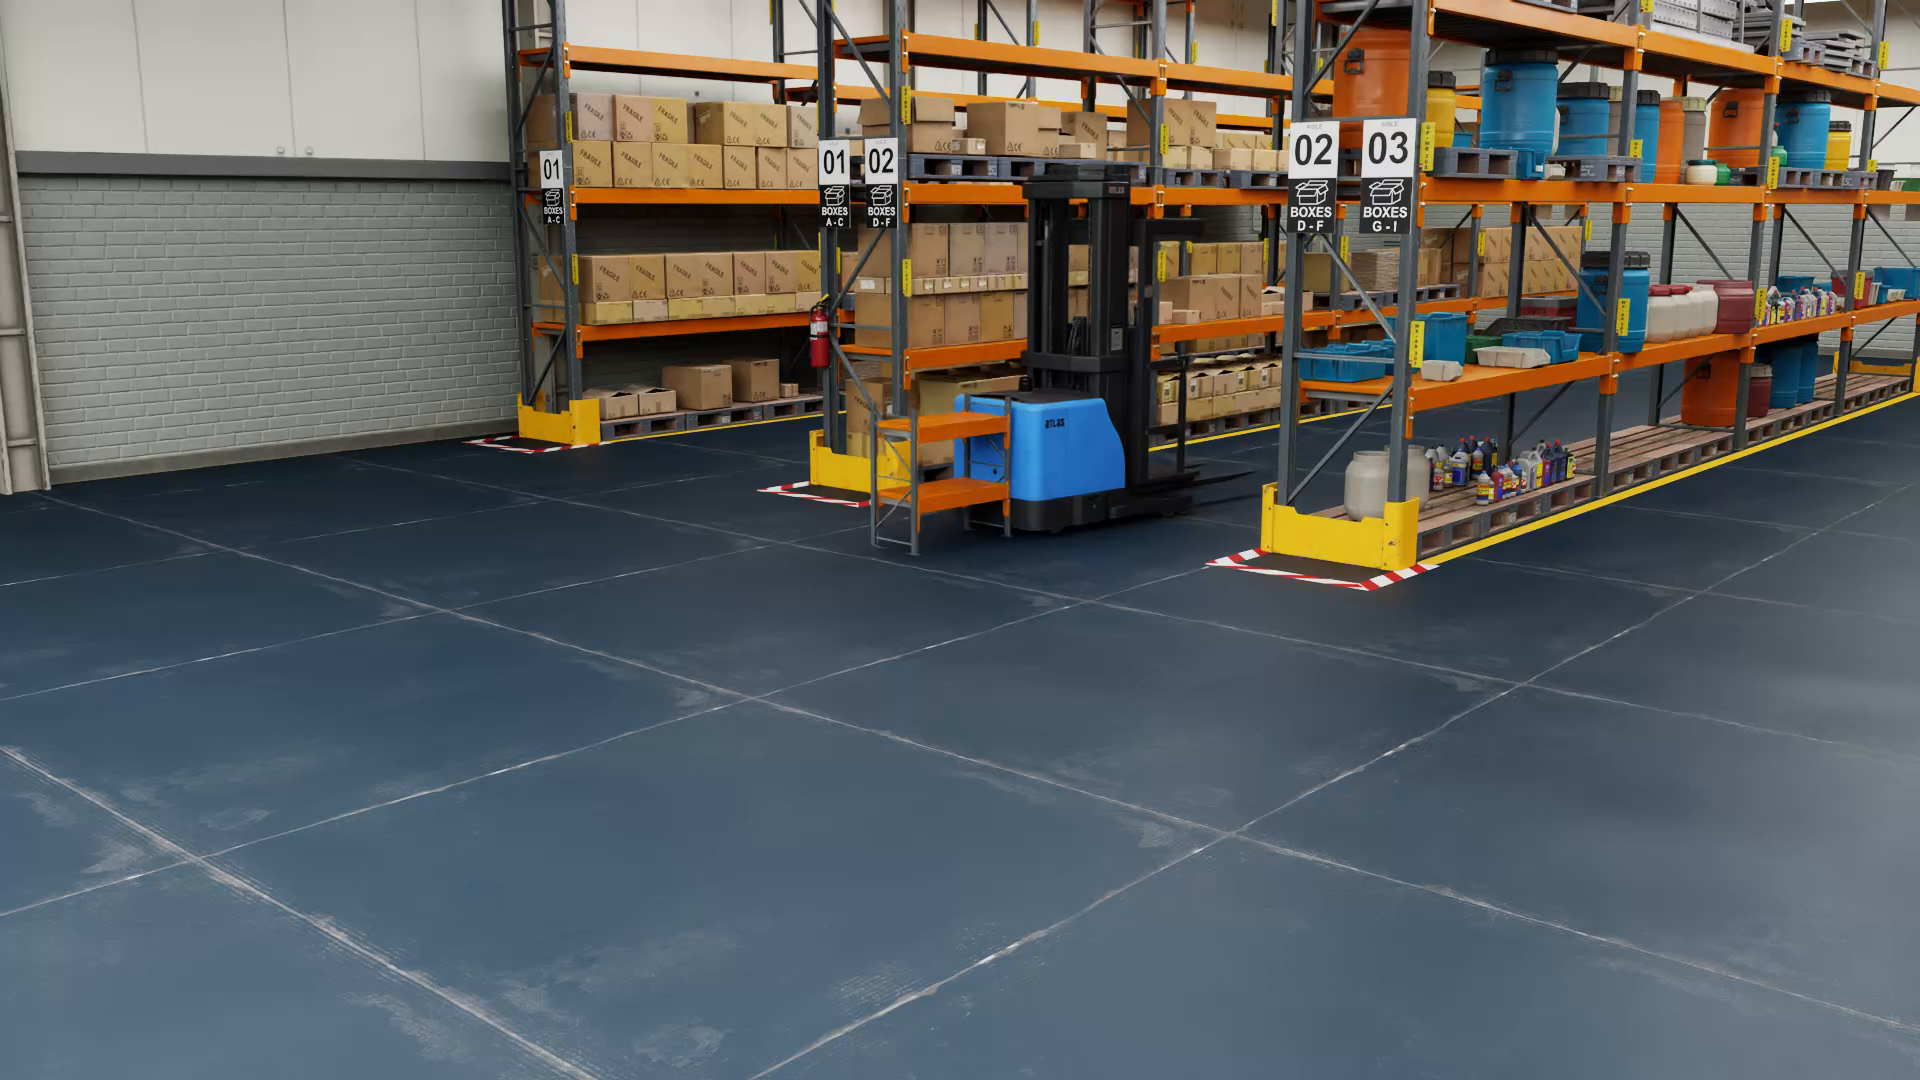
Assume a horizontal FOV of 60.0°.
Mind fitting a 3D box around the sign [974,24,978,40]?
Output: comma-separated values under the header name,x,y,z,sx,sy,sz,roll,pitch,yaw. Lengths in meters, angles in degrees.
name,x,y,z,sx,sy,sz,roll,pitch,yaw
sign,0.248,-7.331,24.151,0.100,0.325,0.005,10,15,40

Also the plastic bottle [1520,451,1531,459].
name,x,y,z,sx,sy,sz,roll,pitch,yaw
plastic bottle,5.006,-0.648,14.628,0.152,0.276,0.135,10,15,40

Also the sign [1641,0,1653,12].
name,x,y,z,sx,sy,sz,roll,pitch,yaw
sign,5.875,-4.679,14.198,0.100,0.325,0.005,10,15,40

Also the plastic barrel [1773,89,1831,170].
name,x,y,z,sx,sy,sz,roll,pitch,yaw
plastic barrel,9.738,-4.742,19.282,0.600,0.901,0.708,10,15,40

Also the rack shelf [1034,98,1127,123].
name,x,y,z,sx,sy,sz,roll,pitch,yaw
rack shelf,1.988,-6.469,25.484,1.077,0.370,4.000,10,15,40

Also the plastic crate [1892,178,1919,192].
name,x,y,z,sx,sy,sz,roll,pitch,yaw
plastic crate,12.954,-4.863,22.784,0.450,0.188,0.336,10,15,40

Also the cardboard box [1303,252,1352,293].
name,x,y,z,sx,sy,sz,roll,pitch,yaw
cardboard box,4.722,-3.504,21.771,0.700,0.500,0.500,4,12,21

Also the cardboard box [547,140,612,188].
name,x,y,z,sx,sy,sz,roll,pitch,yaw
cardboard box,-4.205,-4.152,18.375,0.500,0.500,0.500,10,15,42

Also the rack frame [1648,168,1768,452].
name,x,y,z,sx,sy,sz,roll,pitch,yaw
rack frame,8.109,-2.501,18.076,1.000,3.000,0.127,10,15,40

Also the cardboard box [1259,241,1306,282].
name,x,y,z,sx,sy,sz,roll,pitch,yaw
cardboard box,5.619,-5.030,29.970,0.980,0.700,0.700,11,16,43

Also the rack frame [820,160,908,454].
name,x,y,z,sx,sy,sz,roll,pitch,yaw
rack frame,-0.890,-1.965,15.392,1.000,3.000,0.127,10,15,40

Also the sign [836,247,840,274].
name,x,y,z,sx,sy,sz,roll,pitch,yaw
sign,-1.560,-3.549,21.112,0.100,0.325,0.005,10,15,40

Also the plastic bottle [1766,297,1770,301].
name,x,y,z,sx,sy,sz,roll,pitch,yaw
plastic bottle,10.023,-2.906,20.611,0.097,0.201,0.097,0,11,0

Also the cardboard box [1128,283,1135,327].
name,x,y,z,sx,sy,sz,roll,pitch,yaw
cardboard box,1.462,-2.537,17.998,0.700,0.500,0.500,9,15,39

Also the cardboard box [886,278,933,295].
name,x,y,z,sx,sy,sz,roll,pitch,yaw
cardboard box,-0.469,-2.362,15.468,0.380,0.149,0.250,10,15,40

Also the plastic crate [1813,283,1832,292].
name,x,y,z,sx,sy,sz,roll,pitch,yaw
plastic crate,11.913,-3.394,22.819,0.416,0.233,0.300,10,15,40

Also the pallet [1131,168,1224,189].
name,x,y,z,sx,sy,sz,roll,pitch,yaw
pallet,2.323,-4.062,18.721,0.805,0.209,1.217,9,14,38

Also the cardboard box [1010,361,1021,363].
name,x,y,z,sx,sy,sz,roll,pitch,yaw
cardboard box,0.885,-1.677,17.981,0.500,0.500,0.500,10,15,40

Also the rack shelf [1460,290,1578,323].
name,x,y,z,sx,sy,sz,roll,pitch,yaw
rack shelf,8.352,-3.672,25.775,1.077,0.370,4.000,10,15,40

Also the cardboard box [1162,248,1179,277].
name,x,y,z,sx,sy,sz,roll,pitch,yaw
cardboard box,3.193,-4.475,26.891,0.500,0.500,0.500,9,15,39

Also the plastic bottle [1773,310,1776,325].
name,x,y,z,sx,sy,sz,roll,pitch,yaw
plastic bottle,9.128,-2.527,18.711,0.097,0.201,0.097,0,11,0

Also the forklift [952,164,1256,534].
name,x,y,z,sx,sy,sz,roll,pitch,yaw
forklift,1.367,-1.702,14.250,3.031,2.935,1.130,-10,15,-41

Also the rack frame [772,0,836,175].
name,x,y,z,sx,sy,sz,roll,pitch,yaw
rack frame,-1.973,-6.135,20.955,1.000,3.000,0.127,10,15,40

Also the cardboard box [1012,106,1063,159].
name,x,y,z,sx,sy,sz,roll,pitch,yaw
cardboard box,0.569,-4.124,16.848,0.637,0.503,0.797,-10,15,-41

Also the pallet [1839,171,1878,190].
name,x,y,z,sx,sy,sz,roll,pitch,yaw
pallet,10.306,-4.340,20.106,1.213,0.211,1.003,10,15,40

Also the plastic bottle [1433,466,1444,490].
name,x,y,z,sx,sy,sz,roll,pitch,yaw
plastic bottle,4.096,-0.535,14.253,0.097,0.201,0.097,0,11,0

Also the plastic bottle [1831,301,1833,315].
name,x,y,z,sx,sy,sz,roll,pitch,yaw
plastic bottle,10.676,-2.872,20.439,0.097,0.201,0.097,0,11,0

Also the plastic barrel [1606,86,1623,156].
name,x,y,z,sx,sy,sz,roll,pitch,yaw
plastic barrel,6.073,-3.829,15.783,0.600,0.901,0.600,0,11,0

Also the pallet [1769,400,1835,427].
name,x,y,z,sx,sy,sz,roll,pitch,yaw
pallet,10.209,-1.614,20.754,1.003,0.211,1.213,10,15,40

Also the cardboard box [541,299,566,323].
name,x,y,z,sx,sy,sz,roll,pitch,yaw
cardboard box,-4.450,-2.635,19.078,0.500,0.250,0.500,10,15,41

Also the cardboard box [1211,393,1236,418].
name,x,y,z,sx,sy,sz,roll,pitch,yaw
cardboard box,2.881,-1.590,19.462,0.500,0.250,0.500,9,15,39

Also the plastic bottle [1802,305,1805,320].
name,x,y,z,sx,sy,sz,roll,pitch,yaw
plastic bottle,9.860,-2.690,19.528,0.097,0.201,0.097,0,11,0

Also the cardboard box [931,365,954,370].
name,x,y,z,sx,sy,sz,roll,pitch,yaw
cardboard box,-0.503,-2.522,23.438,0.700,0.500,0.500,10,15,40

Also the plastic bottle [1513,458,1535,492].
name,x,y,z,sx,sy,sz,roll,pitch,yaw
plastic bottle,4.810,-0.562,14.195,0.152,0.276,0.135,10,15,41

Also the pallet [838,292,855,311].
name,x,y,z,sx,sy,sz,roll,pitch,yaw
pallet,-1.359,-3.193,22.030,1.003,0.211,1.213,10,15,40

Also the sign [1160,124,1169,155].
name,x,y,z,sx,sy,sz,roll,pitch,yaw
sign,2.168,-4.245,17.628,0.100,0.325,0.005,10,15,40

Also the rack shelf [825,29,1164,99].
name,x,y,z,sx,sy,sz,roll,pitch,yaw
rack shelf,0.430,-4.652,16.387,1.077,0.370,4.000,10,15,40

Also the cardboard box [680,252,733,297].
name,x,y,z,sx,sy,sz,roll,pitch,yaw
cardboard box,-3.061,-3.165,19.814,0.500,0.500,0.500,10,15,42

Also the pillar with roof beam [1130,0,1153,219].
name,x,y,z,sx,sy,sz,roll,pitch,yaw
pillar with roof beam,6.354,-6.971,25.136,9.100,9.000,0.400,10,15,40

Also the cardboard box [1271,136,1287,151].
name,x,y,z,sx,sy,sz,roll,pitch,yaw
cardboard box,5.332,-6.764,28.901,0.500,0.500,0.500,10,15,42

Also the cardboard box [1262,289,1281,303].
name,x,y,z,sx,sy,sz,roll,pitch,yaw
cardboard box,3.655,-2.992,20.760,0.500,0.311,0.500,10,15,40

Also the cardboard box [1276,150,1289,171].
name,x,y,z,sx,sy,sz,roll,pitch,yaw
cardboard box,3.801,-4.592,20.196,0.500,0.250,0.500,10,15,42

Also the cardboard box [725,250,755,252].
name,x,y,z,sx,sy,sz,roll,pitch,yaw
cardboard box,-2.784,-3.380,20.892,0.500,0.500,0.500,10,15,40

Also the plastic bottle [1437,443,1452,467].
name,x,y,z,sx,sy,sz,roll,pitch,yaw
plastic bottle,4.219,-0.674,14.567,0.144,0.351,0.185,10,15,40

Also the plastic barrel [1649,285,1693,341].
name,x,y,z,sx,sy,sz,roll,pitch,yaw
plastic barrel,7.035,-2.263,16.538,0.433,0.535,0.433,0,11,0

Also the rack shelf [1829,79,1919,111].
name,x,y,z,sx,sy,sz,roll,pitch,yaw
rack shelf,12.070,-5.777,22.017,1.077,0.370,4.000,10,15,40

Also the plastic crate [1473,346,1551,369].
name,x,y,z,sx,sy,sz,roll,pitch,yaw
plastic crate,4.587,-1.512,13.795,0.530,0.136,0.437,10,15,40

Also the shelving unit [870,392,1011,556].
name,x,y,z,sx,sy,sz,roll,pitch,yaw
shelving unit,-0.142,-0.536,13.023,1.048,1.125,0.538,-11,16,-44

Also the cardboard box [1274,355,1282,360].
name,x,y,z,sx,sy,sz,roll,pitch,yaw
cardboard box,4.230,-2.166,20.913,0.500,0.311,0.500,10,15,42

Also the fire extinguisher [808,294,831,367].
name,x,y,z,sx,sy,sz,roll,pitch,yaw
fire extinguisher,-1.317,-1.970,15.613,0.296,0.674,0.183,10,15,40

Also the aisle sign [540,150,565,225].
name,x,y,z,sx,sy,sz,roll,pitch,yaw
aisle sign,-4.436,-3.831,18.094,0.394,0.787,0.004,10,15,40

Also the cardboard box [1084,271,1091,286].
name,x,y,z,sx,sy,sz,roll,pitch,yaw
cardboard box,1.224,-2.739,17.356,0.380,0.149,0.250,10,15,40

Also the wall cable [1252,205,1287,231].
name,x,y,z,sx,sy,sz,roll,pitch,yaw
wall cable,6.083,-5.768,31.838,0.084,1.984,1.851,10,15,40

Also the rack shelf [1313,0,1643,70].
name,x,y,z,sx,sy,sz,roll,pitch,yaw
rack shelf,4.149,-4.011,13.178,1.077,0.370,4.000,10,15,40

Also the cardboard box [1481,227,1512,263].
name,x,y,z,sx,sy,sz,roll,pitch,yaw
cardboard box,7.894,-4.379,24.669,0.500,0.500,0.500,9,15,39

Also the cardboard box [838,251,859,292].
name,x,y,z,sx,sy,sz,roll,pitch,yaw
cardboard box,-1.611,-3.529,21.842,0.700,0.500,0.500,10,15,41
